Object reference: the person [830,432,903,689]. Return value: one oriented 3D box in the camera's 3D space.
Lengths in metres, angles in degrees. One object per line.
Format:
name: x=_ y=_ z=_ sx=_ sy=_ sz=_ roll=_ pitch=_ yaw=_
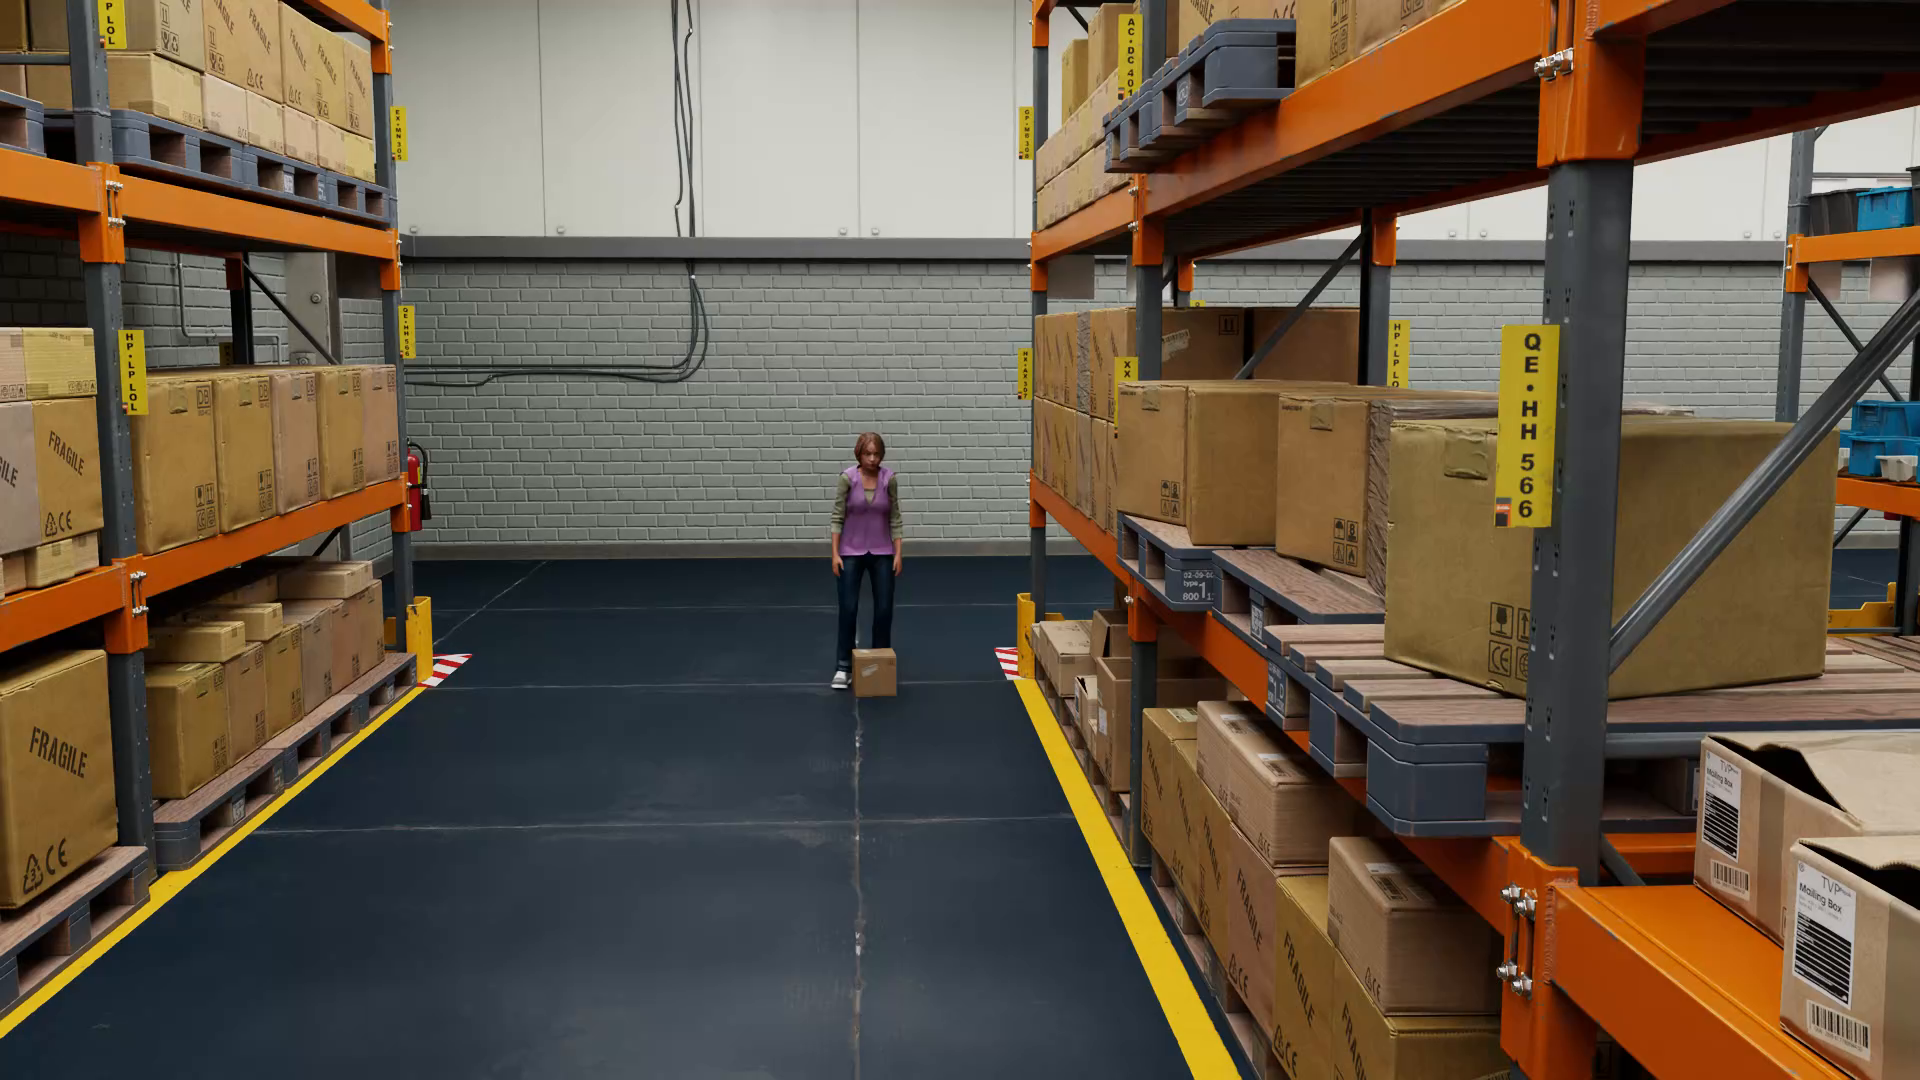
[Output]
person: x=-0.581 y=0.120 z=10.348 sx=0.468 sy=1.591 sz=0.346 roll=-1 pitch=7 yaw=-10
